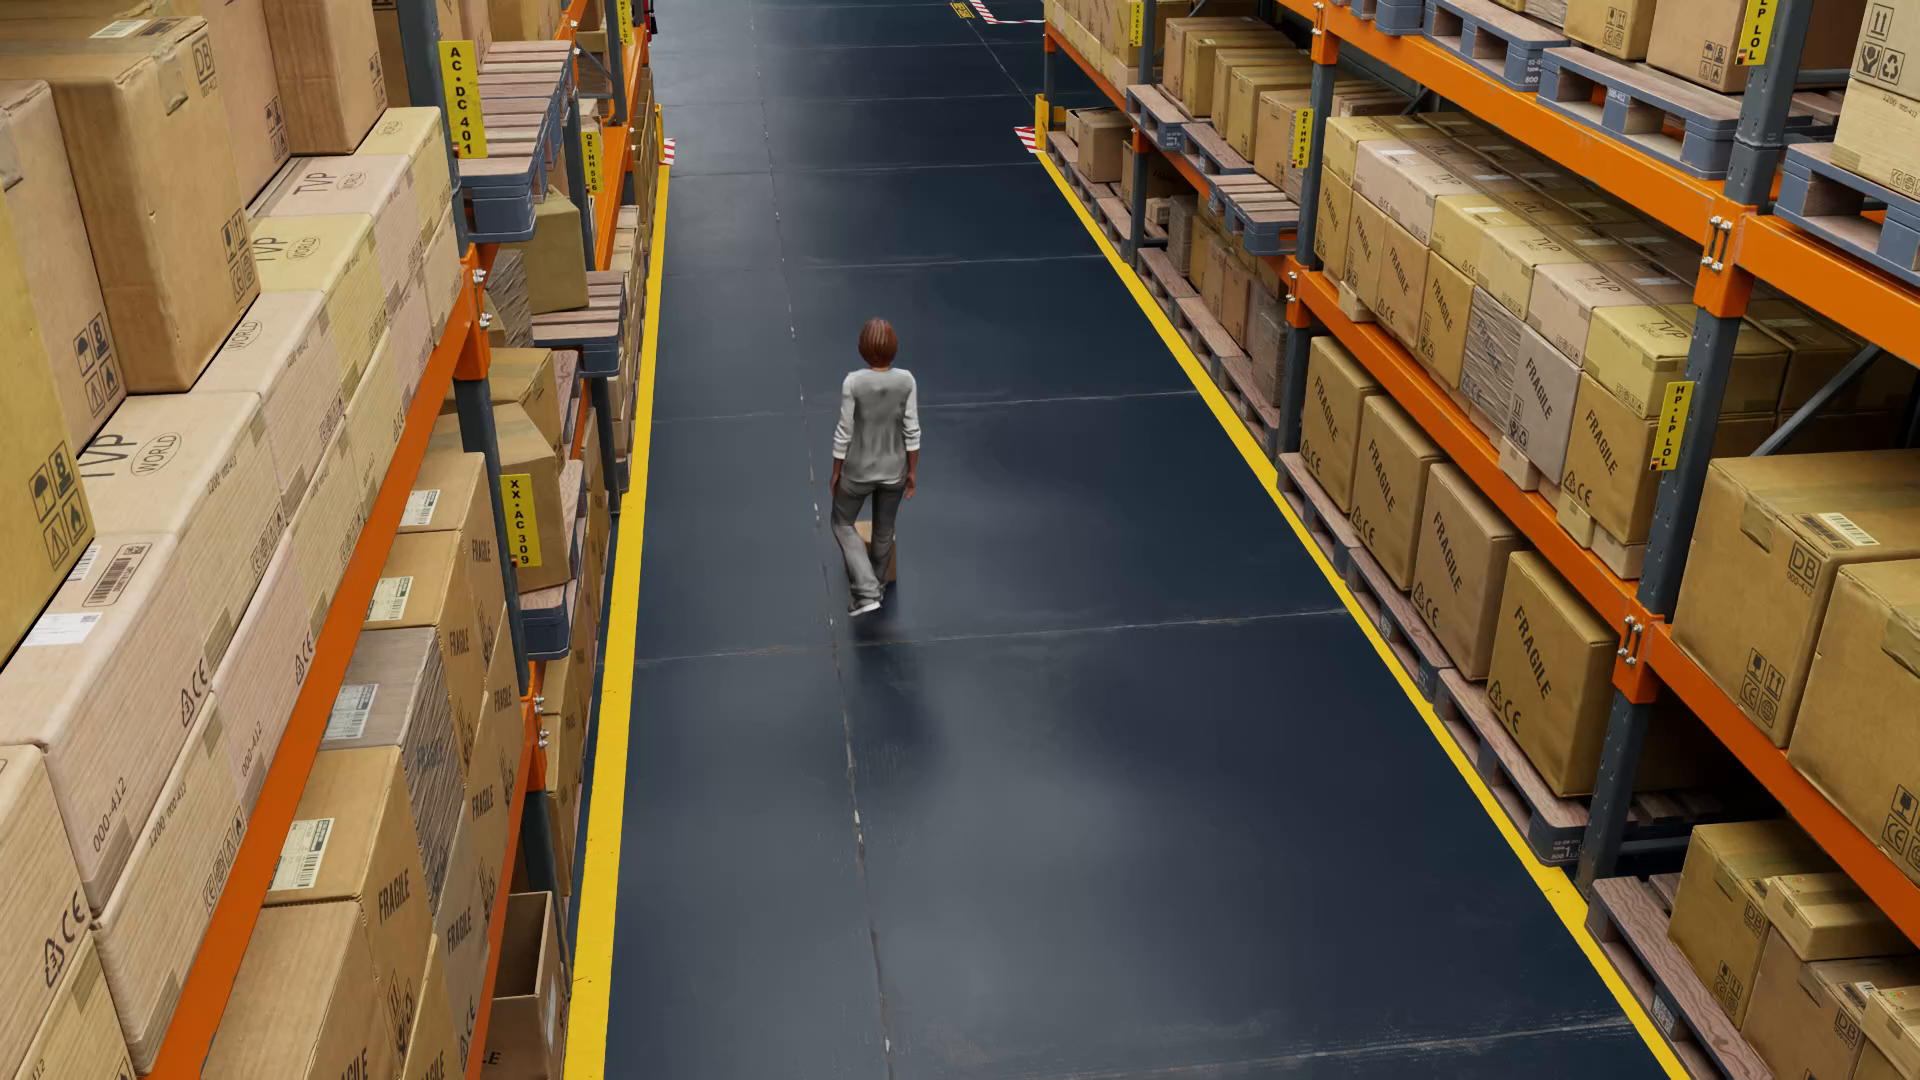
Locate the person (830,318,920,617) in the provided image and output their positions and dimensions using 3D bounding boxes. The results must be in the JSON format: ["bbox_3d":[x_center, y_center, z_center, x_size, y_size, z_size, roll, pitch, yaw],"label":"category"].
[{"bbox_3d":[-0.438,-0.349,8.264,0.445,1.571,0.612,-9,29,-17],"label":"person"}]
